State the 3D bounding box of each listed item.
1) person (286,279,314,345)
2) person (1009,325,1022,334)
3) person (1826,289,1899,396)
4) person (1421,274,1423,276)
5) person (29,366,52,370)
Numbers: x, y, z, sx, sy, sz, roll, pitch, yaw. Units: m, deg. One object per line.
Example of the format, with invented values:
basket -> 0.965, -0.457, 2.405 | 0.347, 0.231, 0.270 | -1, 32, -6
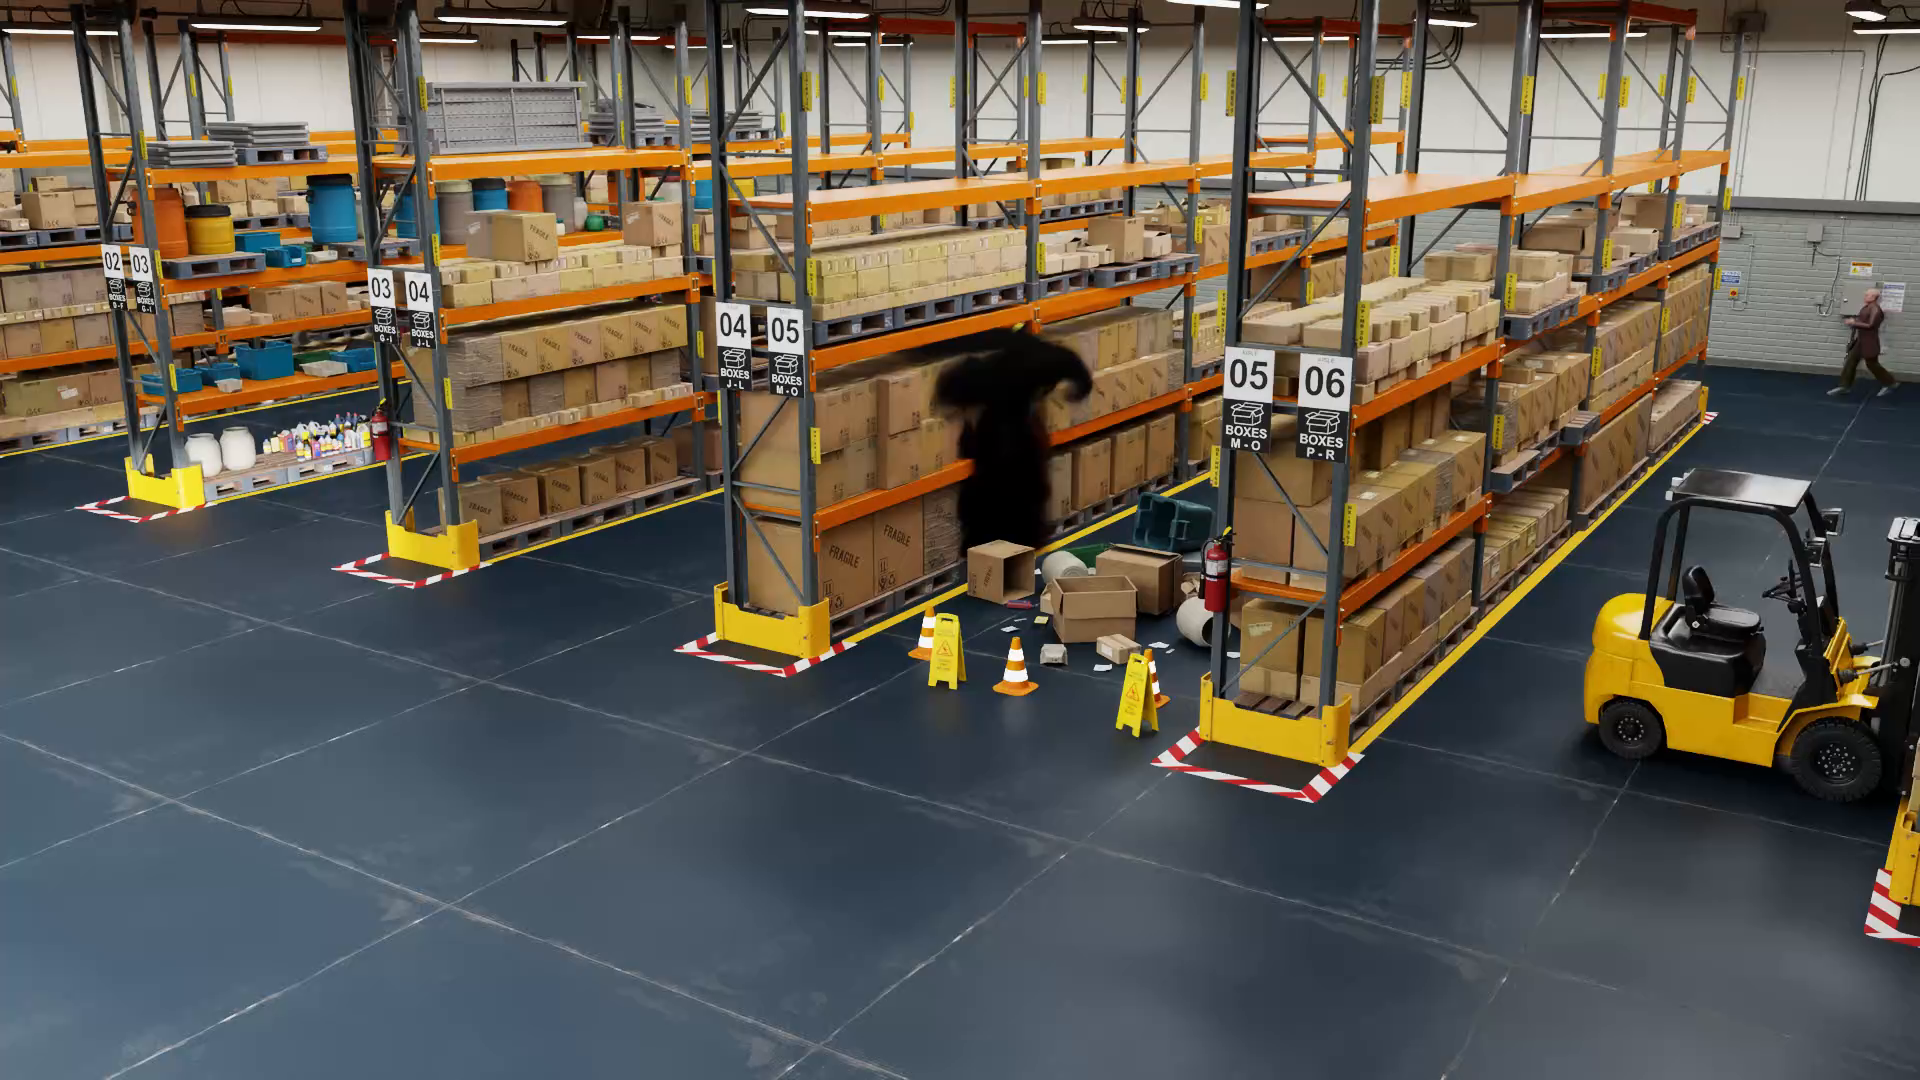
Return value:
person -> -12.120, -4.033, 30.543 | 0.557, 1.739, 0.847 | 9, 18, 31
person -> 0.932, -2.387, 24.673 | 0.723, 1.653, 0.900 | 5, 16, 18
person -> 15.016, -3.253, 27.470 | 1.054, 1.783, 0.704 | 4, 16, 15
person -> 8.747, -4.166, 30.886 | 0.885, 1.754, 0.636 | -13, 20, -40
person -> -15.042, -3.009, 27.038 | 0.672, 1.594, 0.924 | -1, 16, -2
